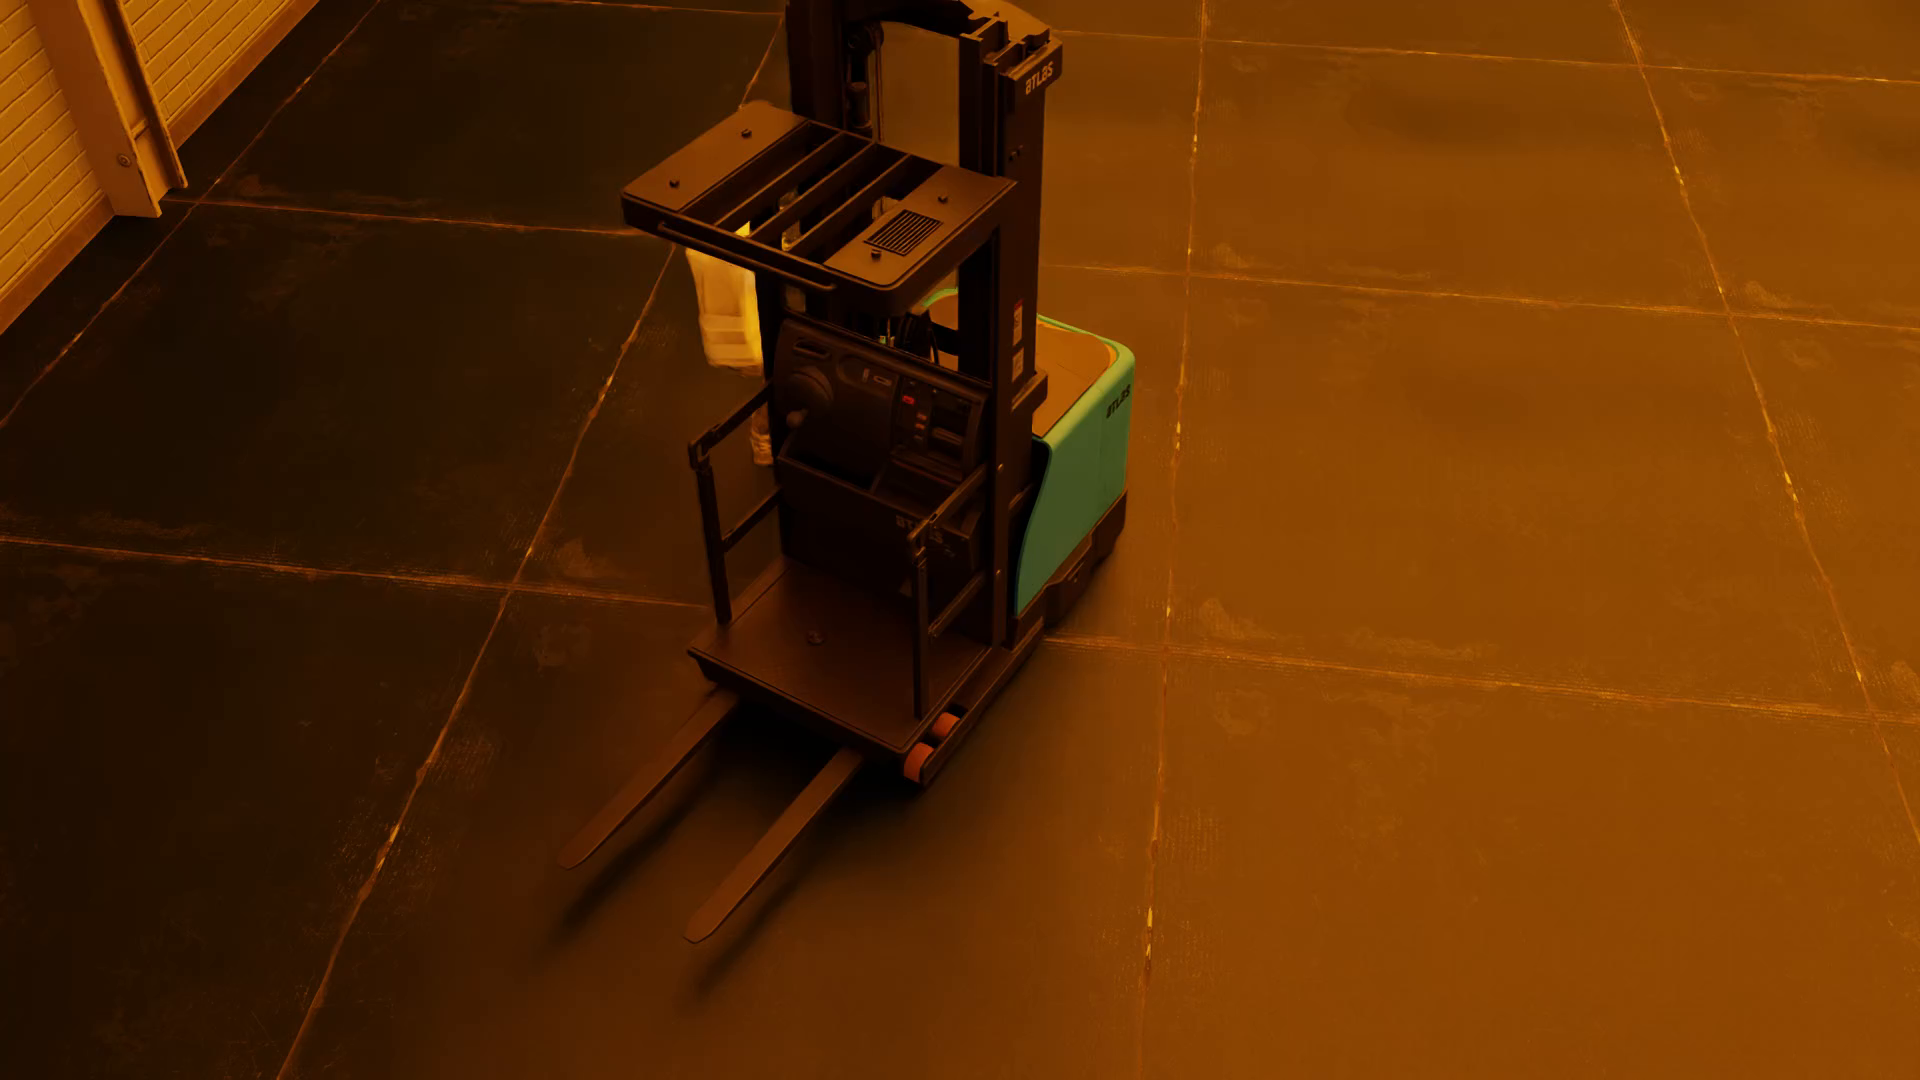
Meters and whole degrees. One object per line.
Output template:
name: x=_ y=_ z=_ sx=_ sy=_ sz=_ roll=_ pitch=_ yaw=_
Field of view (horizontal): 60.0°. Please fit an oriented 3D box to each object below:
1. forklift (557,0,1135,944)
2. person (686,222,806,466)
forklift: x=-0.431 y=-0.449 z=6.213 sx=1.130 sy=2.935 sz=3.031 roll=23 pitch=47 yaw=23
person: x=-0.813 y=-1.095 z=7.982 sx=1.463 sy=1.525 sz=0.872 roll=16 pitch=45 yaw=17
